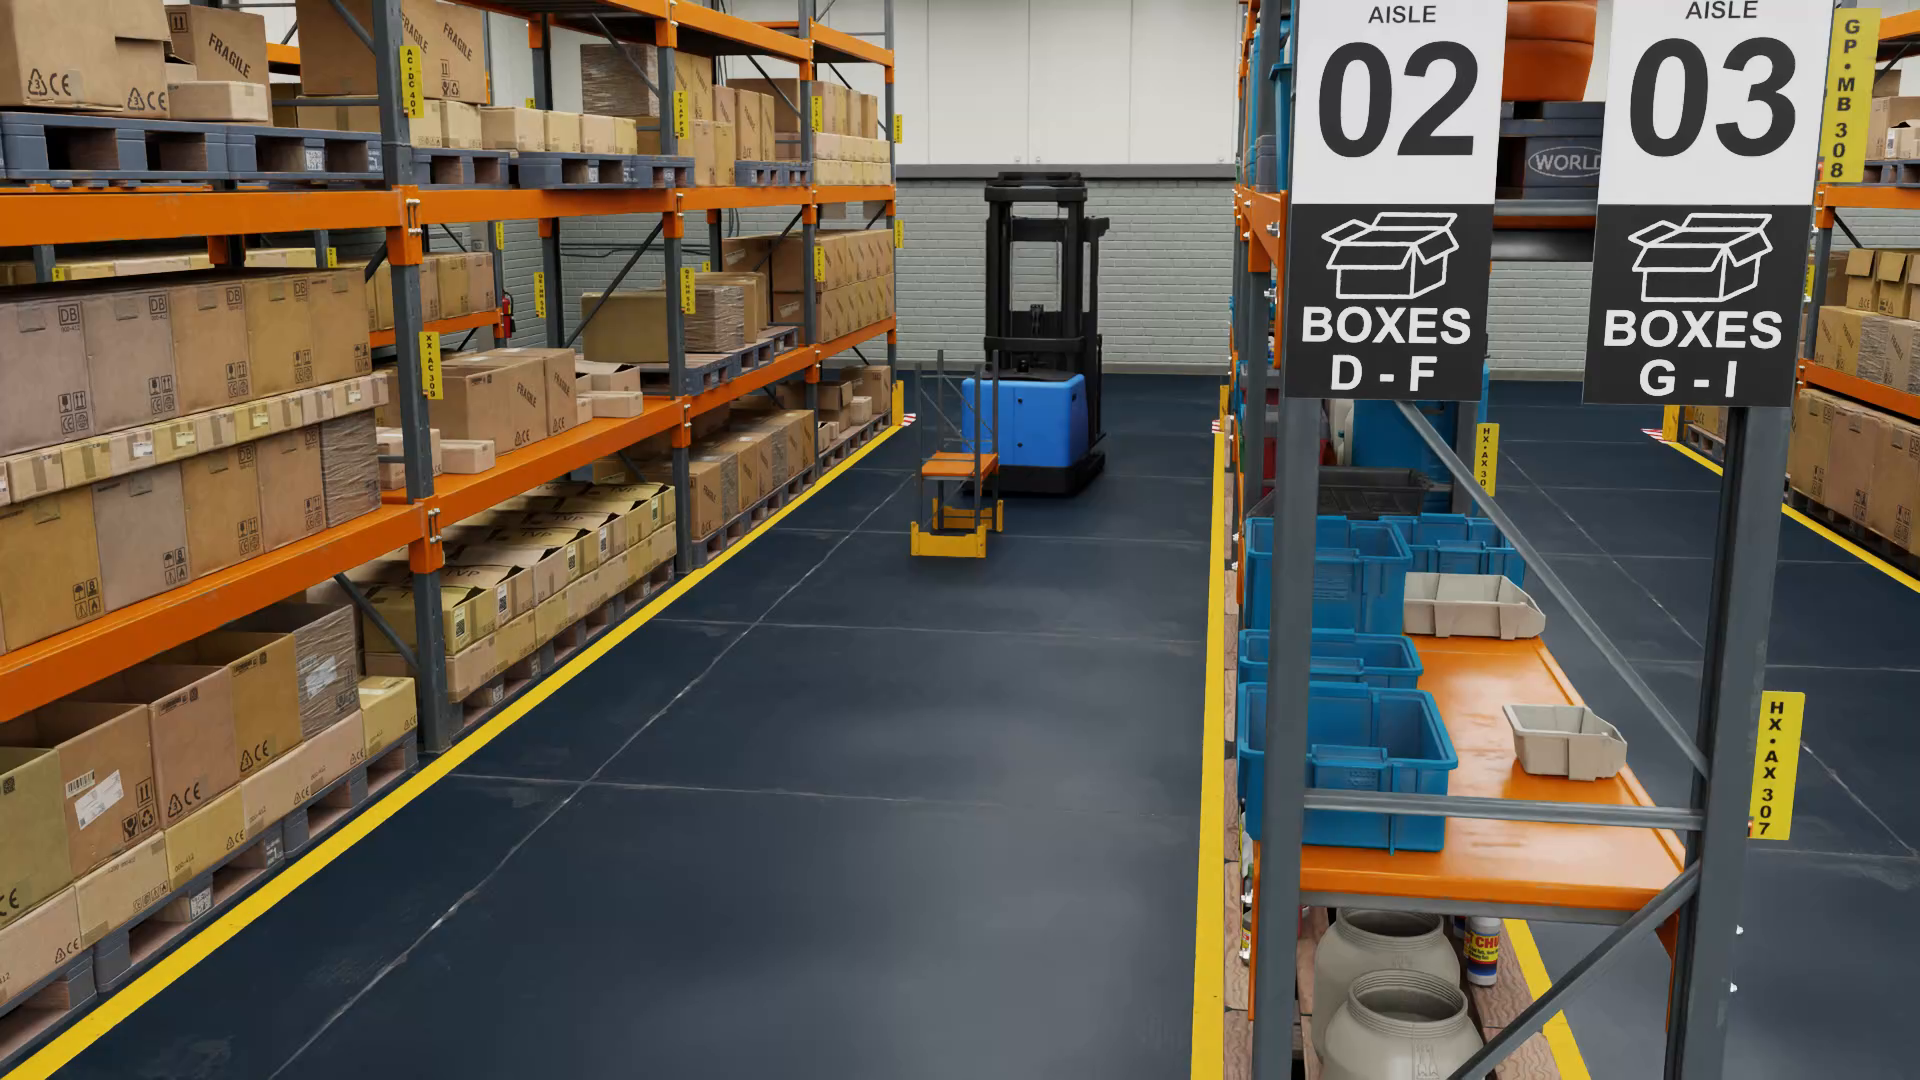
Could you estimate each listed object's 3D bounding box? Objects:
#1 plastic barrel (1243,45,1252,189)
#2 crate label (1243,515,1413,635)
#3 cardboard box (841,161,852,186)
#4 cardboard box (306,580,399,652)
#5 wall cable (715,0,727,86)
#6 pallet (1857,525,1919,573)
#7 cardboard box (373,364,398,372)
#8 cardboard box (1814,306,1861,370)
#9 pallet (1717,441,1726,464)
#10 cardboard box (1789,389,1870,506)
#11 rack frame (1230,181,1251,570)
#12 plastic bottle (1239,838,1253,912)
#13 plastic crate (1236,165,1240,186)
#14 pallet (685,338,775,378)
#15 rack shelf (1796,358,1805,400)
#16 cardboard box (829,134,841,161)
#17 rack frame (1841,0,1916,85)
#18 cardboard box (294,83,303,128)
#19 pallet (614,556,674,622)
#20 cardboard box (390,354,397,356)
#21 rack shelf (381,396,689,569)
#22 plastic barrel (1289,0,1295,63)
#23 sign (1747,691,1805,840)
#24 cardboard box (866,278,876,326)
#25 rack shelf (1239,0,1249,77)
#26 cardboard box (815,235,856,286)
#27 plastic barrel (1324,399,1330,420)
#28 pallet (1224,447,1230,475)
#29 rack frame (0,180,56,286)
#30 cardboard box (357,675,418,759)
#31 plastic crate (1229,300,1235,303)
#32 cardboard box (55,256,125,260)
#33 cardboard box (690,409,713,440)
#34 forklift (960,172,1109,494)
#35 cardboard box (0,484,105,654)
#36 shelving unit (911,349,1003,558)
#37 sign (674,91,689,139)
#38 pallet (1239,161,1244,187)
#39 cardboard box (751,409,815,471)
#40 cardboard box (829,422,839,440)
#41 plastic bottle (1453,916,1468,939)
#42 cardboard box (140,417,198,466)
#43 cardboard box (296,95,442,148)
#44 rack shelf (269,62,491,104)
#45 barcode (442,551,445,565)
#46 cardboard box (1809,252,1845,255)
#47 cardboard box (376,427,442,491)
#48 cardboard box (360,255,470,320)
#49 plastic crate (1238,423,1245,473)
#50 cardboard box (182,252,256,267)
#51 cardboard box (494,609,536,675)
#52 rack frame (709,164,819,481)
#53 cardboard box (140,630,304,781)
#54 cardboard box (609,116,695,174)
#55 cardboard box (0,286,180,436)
[{"bbox_3d":[2.058,-2.620,10.220,0.600,0.901,0.600,0,12,0],"label":"plastic barrel"},{"bbox_3d":[1.184,0.184,5.437,0.502,0.435,0.616,2,12,9],"label":"crate label"},{"bbox_3d":[-1.402,-3.761,17.059,0.500,0.250,0.500,2,12,9],"label":"cardboard box"},{"bbox_3d":[-3.332,0.370,8.855,0.500,0.311,0.500,2,12,9],"label":"cardboard box"},{"bbox_3d":[-2.264,-8.021,24.733,3.097,2.526,0.112,2,12,9],"label":"wall cable"},{"bbox_3d":[7.678,0.036,12.824,1.003,0.211,1.213,2,12,9],"label":"pallet"},{"bbox_3d":[-6.246,-1.853,18.368,0.380,0.149,0.250,2,12,7],"label":"cardboard box"},{"bbox_3d":[7.590,-1.706,14.052,0.500,0.500,0.500,2,12,9],"label":"cardboard box"},{"bbox_3d":[8.287,-0.792,16.667,1.003,0.211,1.213,2,12,9],"label":"pallet"},{"bbox_3d":[7.829,-0.777,14.027,1.225,0.875,0.875,2,12,9],"label":"cardboard box"},{"bbox_3d":[2.398,-1.072,11.350,1.000,3.000,0.127,2,12,9],"label":"rack frame"},{"bbox_3d":[1.105,1.232,6.076,0.152,0.276,0.135,2,12,7],"label":"plastic bottle"},{"bbox_3d":[2.780,-3.366,15.374,0.450,0.188,0.662,2,12,9],"label":"plastic crate"},{"bbox_3d":[-2.201,-1.545,13.998,1.003,0.211,1.213,2,12,9],"label":"pallet"},{"bbox_3d":[8.215,-1.809,16.477,1.077,0.370,4.000,2,12,9],"label":"rack shelf"},{"bbox_3d":[-1.485,-3.901,16.525,0.500,0.250,0.500,2,12,9],"label":"cardboard box"},{"bbox_3d":[7.908,-4.677,13.837,1.000,3.000,0.127,2,12,9],"label":"rack frame"},{"bbox_3d":[-6.389,-4.379,16.916,0.500,0.500,0.500,2,12,8],"label":"cardboard box"},{"bbox_3d":[-2.661,0.300,11.603,1.003,0.211,1.213,2,12,9],"label":"pallet"},{"bbox_3d":[-6.464,-2.085,19.446,0.380,0.149,0.250,2,12,9],"label":"cardboard box"},{"bbox_3d":[-2.803,-0.466,10.242,1.077,0.370,4.000,2,12,9],"label":"rack shelf"},{"bbox_3d":[1.524,-1.953,6.128,0.600,0.901,0.708,2,12,9],"label":"plastic barrel"},{"bbox_3d":[1.711,0.476,3.506,0.100,0.325,0.005,2,12,9],"label":"sign"},{"bbox_3d":[-1.223,-2.634,18.359,0.500,0.500,0.500,2,12,9],"label":"cardboard box"},{"bbox_3d":[2.706,-3.874,12.768,1.077,0.370,4.000,2,12,9],"label":"rack shelf"},{"bbox_3d":[-1.371,-2.907,17.254,0.500,0.500,0.500,2,12,7],"label":"cardboard box"},{"bbox_3d":[2.387,-0.818,9.905,0.421,0.512,0.421,0,12,0],"label":"plastic barrel"},{"bbox_3d":[3.088,-0.696,16.223,1.003,0.211,1.213,2,12,9],"label":"pallet"},{"bbox_3d":[-7.391,-1.393,12.839,1.000,3.000,0.127,2,12,9],"label":"rack frame"},{"bbox_3d":[-2.966,0.841,7.999,0.500,0.250,0.500,2,12,9],"label":"cardboard box"},{"bbox_3d":[3.164,-2.508,18.264,0.416,0.233,0.300,2,12,9],"label":"plastic crate"},{"bbox_3d":[-7.412,-2.281,14.188,0.500,0.250,0.500,2,12,7],"label":"cardboard box"},{"bbox_3d":[-2.426,-1.021,14.219,0.500,0.250,0.500,2,12,8],"label":"cardboard box"},{"bbox_3d":[0.848,-2.119,16.368,1.130,2.935,3.031,3,13,13],"label":"forklift"},{"bbox_3d":[-3.483,0.073,5.796,0.700,0.500,0.500,2,12,9],"label":"cardboard box"},{"bbox_3d":[-0.012,-0.717,13.262,0.587,1.500,1.083,2,12,9],"label":"shelving unit"},{"bbox_3d":[-1.948,-2.972,11.628,0.100,0.325,0.005,2,12,9],"label":"sign"},{"bbox_3d":[2.990,-3.113,14.146,1.213,0.211,1.003,2,12,9],"label":"pallet"},{"bbox_3d":[-1.673,-0.948,15.659,0.500,0.500,0.500,2,12,8],"label":"cardboard box"},{"bbox_3d":[-1.479,-1.157,17.424,0.380,0.166,0.250,2,12,9],"label":"cardboard box"},{"bbox_3d":[1.808,1.273,5.899,0.097,0.271,0.097,0,12,0],"label":"plastic bottle"},{"bbox_3d":[-3.175,-0.384,6.377,0.380,0.149,0.250,2,12,11],"label":"cardboard box"},{"bbox_3d":[-3.006,-2.127,8.484,0.500,0.250,0.500,3,13,15],"label":"cardboard box"},{"bbox_3d":[-6.468,-5.028,18.121,1.077,0.370,4.000,2,12,9],"label":"rack shelf"},{"bbox_3d":[-2.660,0.097,8.534,0.001,0.075,0.075,2,12,9],"label":"barcode"},{"bbox_3d":[7.795,-2.392,15.342,0.500,0.500,0.500,2,12,9],"label":"cardboard box"},{"bbox_3d":[-3.078,-0.432,8.732,0.500,0.250,0.500,3,12,12],"label":"cardboard box"},{"bbox_3d":[-6.330,-2.947,19.337,0.980,0.700,0.700,2,12,8],"label":"cardboard box"},{"bbox_3d":[1.772,-0.508,9.233,0.450,0.188,0.662,2,12,9],"label":"plastic crate"},{"bbox_3d":[-6.761,-2.479,15.105,0.500,0.250,0.500,2,12,10],"label":"cardboard box"},{"bbox_3d":[-2.724,0.555,9.326,0.500,0.250,0.500,2,12,10],"label":"cardboard box"},{"bbox_3d":[-1.880,-2.066,15.962,1.000,3.000,0.127,2,12,9],"label":"rack frame"},{"bbox_3d":[-3.127,0.683,6.955,0.500,0.500,0.500,2,12,9],"label":"cardboard box"},{"bbox_3d":[-2.462,-2.841,12.198,0.910,0.500,0.500,2,12,9],"label":"cardboard box"},{"bbox_3d":[-3.404,-0.678,6.203,0.700,0.500,0.500,2,12,9],"label":"cardboard box"}]
